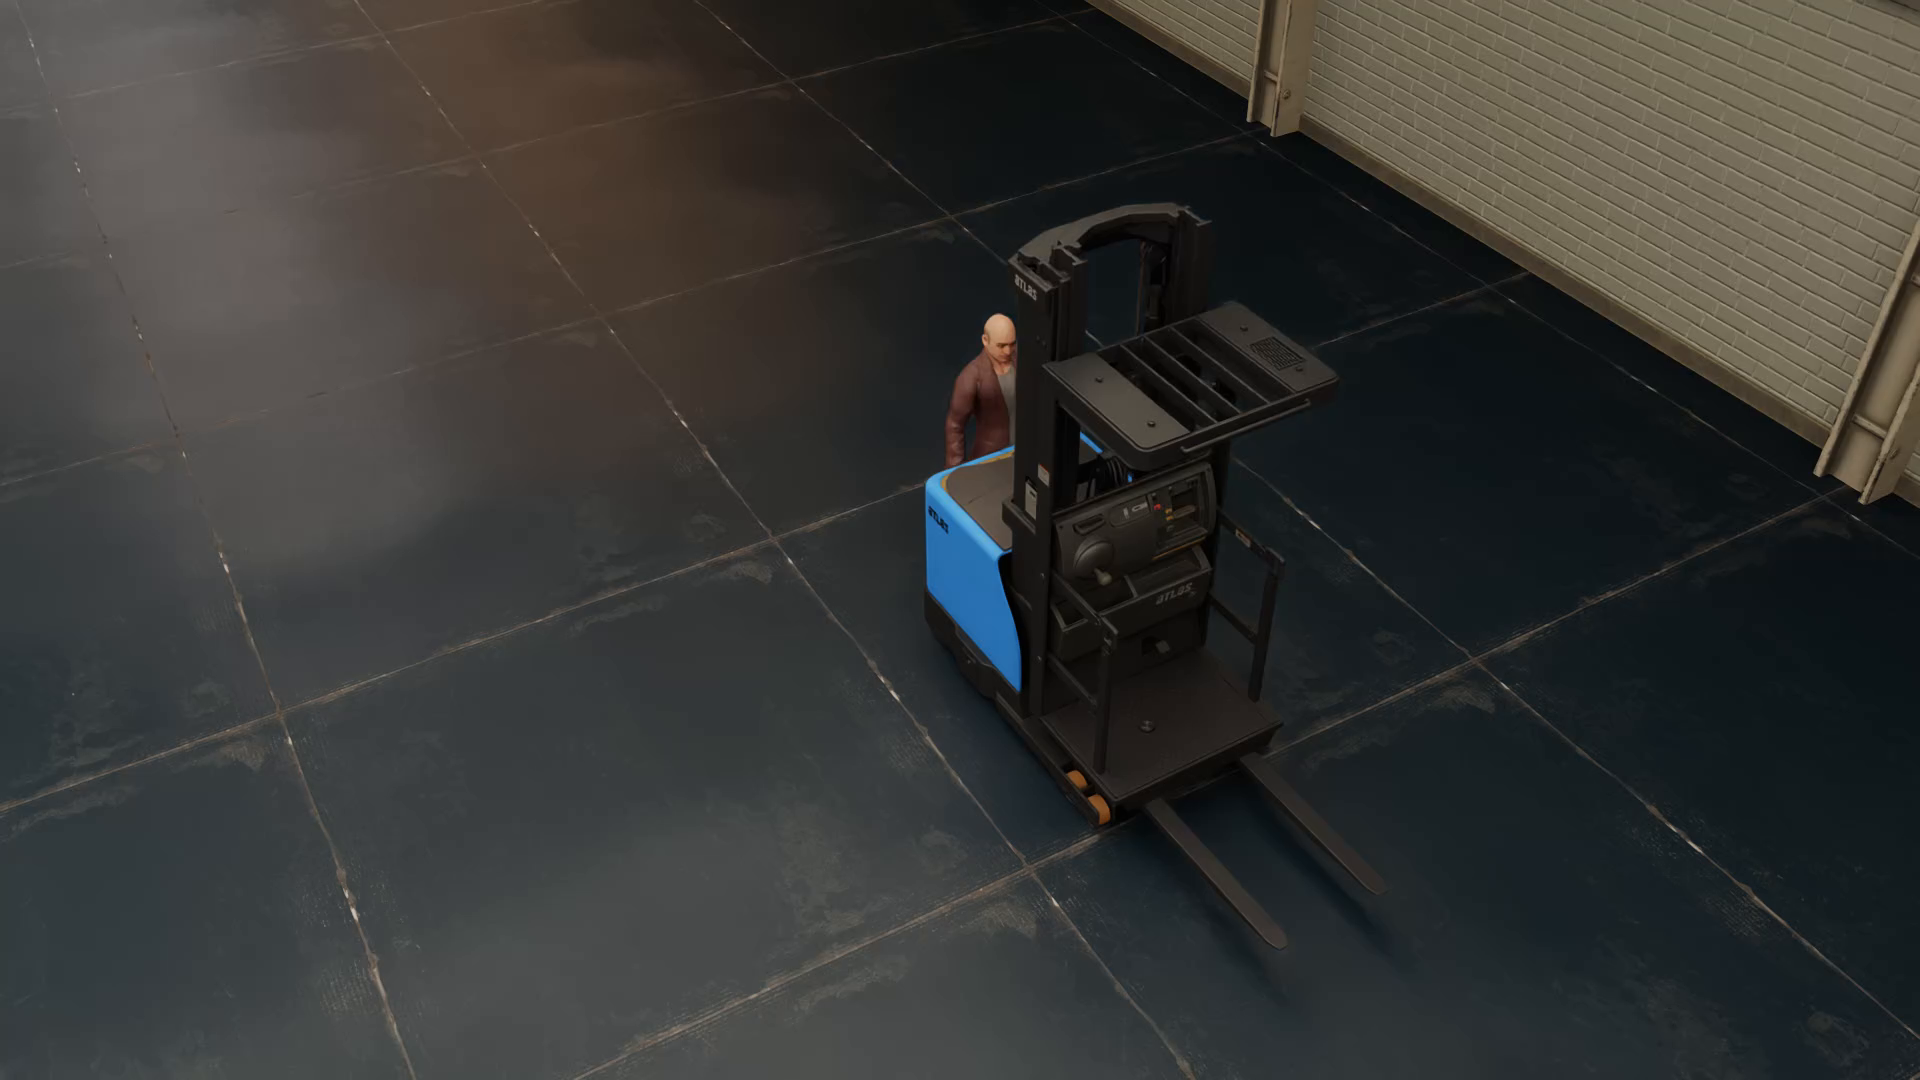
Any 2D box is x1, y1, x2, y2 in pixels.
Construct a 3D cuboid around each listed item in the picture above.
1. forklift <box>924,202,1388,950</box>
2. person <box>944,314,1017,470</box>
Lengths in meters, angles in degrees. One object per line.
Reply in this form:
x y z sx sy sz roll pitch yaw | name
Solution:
0.983 0.003 8.032 1.130 2.935 3.031 -21 44 -23 | forklift
0.285 -0.438 9.534 0.771 1.694 0.752 -11 41 -13 | person
